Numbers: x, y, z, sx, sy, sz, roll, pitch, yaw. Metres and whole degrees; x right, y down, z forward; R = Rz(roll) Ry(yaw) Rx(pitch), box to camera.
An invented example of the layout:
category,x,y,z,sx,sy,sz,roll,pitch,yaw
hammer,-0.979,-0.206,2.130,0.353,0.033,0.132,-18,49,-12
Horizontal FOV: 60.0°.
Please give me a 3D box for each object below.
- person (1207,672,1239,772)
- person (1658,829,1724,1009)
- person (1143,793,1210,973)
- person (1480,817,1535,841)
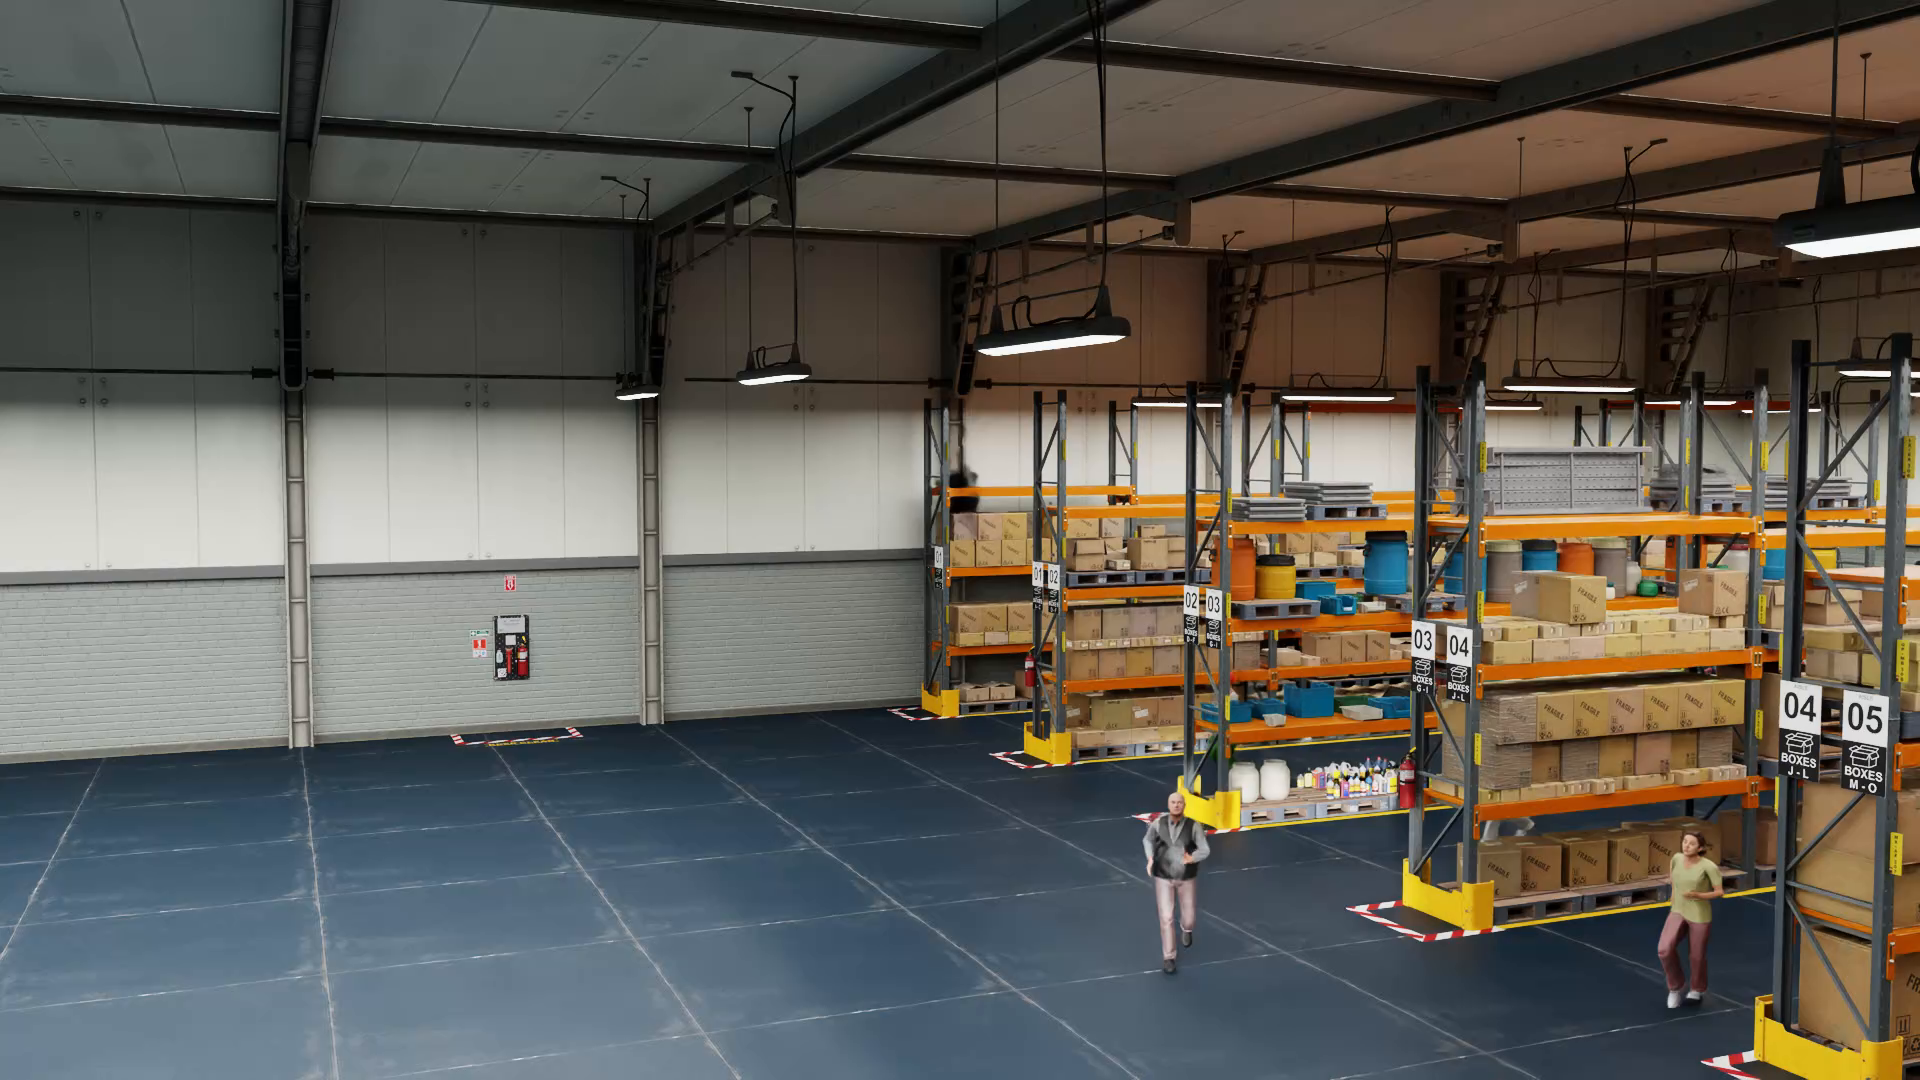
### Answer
category,x,y,z,sx,sy,sz,roll,pitch,yaw
person,3.920,2.825,24.752,0.600,1.747,0.632,-1,3,-16
person,6.672,3.443,15.133,0.566,1.661,0.713,3,5,45
person,2.131,3.345,16.448,0.669,1.697,0.875,1,3,10
person,6.868,3.062,20.951,0.998,1.834,0.742,-2,4,-29
